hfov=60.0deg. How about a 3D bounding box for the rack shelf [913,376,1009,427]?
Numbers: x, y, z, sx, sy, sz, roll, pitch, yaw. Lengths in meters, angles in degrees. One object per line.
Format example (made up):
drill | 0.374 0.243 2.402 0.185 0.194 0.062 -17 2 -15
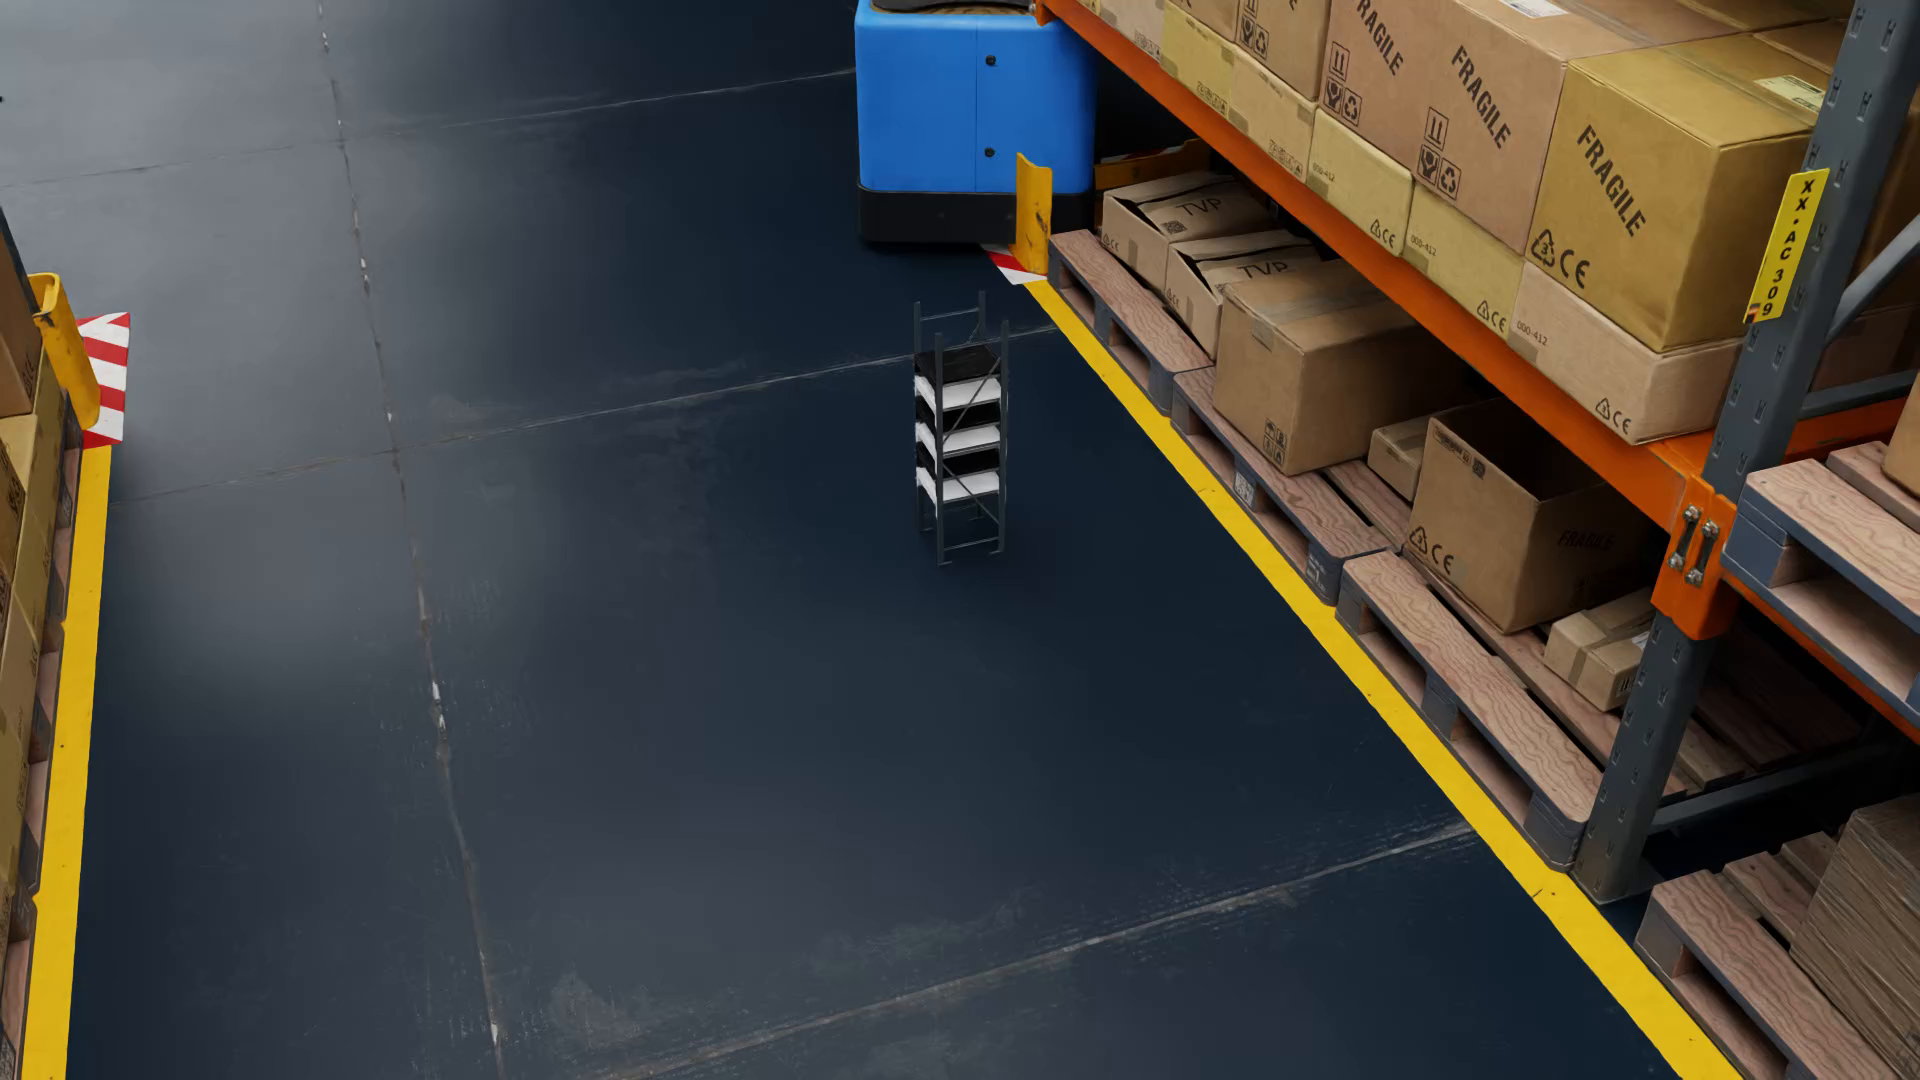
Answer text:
rack shelf | 0.003 -0.472 5.385 0.258 0.077 0.200 -12 39 -16

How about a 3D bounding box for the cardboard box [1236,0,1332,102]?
cardboard box | 1.179 -1.664 4.951 0.500 0.500 0.500 -11 38 -15

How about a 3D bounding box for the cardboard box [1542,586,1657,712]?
cardboard box | 1.940 0.308 4.837 0.380 0.166 0.250 -18 40 -22

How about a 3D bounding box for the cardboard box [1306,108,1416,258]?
cardboard box | 1.353 -1.069 4.784 0.500 0.250 0.500 -13 39 -16

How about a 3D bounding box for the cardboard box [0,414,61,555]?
cardboard box | -3.229 -0.132 5.368 0.500 0.250 0.500 -12 39 -16

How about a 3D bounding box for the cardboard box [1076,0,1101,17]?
cardboard box | 0.645 -2.218 6.310 0.500 0.250 0.500 -14 39 -17

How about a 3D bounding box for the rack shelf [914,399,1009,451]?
rack shelf | 0.003 -0.400 5.439 0.258 0.077 0.200 -12 39 -16

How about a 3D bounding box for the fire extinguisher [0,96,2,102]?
fire extinguisher | -3.479 -1.716 5.600 0.296 0.674 0.183 -12 39 -16

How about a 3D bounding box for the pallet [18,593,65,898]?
pallet | -3.156 0.641 4.723 1.003 0.211 1.213 -12 39 -16

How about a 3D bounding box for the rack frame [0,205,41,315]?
rack frame | -3.874 -1.584 5.360 1.000 3.000 0.127 -12 39 -16

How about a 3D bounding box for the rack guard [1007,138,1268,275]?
rack guard | 0.802 -1.570 7.419 1.175 0.500 0.348 -12 39 -16

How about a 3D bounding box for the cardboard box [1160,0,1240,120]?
cardboard box | 1.007 -1.639 5.541 0.500 0.250 0.500 -13 39 -17

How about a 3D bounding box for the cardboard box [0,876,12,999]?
cardboard box | -2.540 0.998 3.868 0.500 0.250 0.500 -12 39 -16

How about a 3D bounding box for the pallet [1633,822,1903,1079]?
pallet | 2.421 1.201 3.980 1.003 0.211 1.213 -12 39 -16

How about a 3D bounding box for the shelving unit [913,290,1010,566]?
shelving unit | 0.003 -0.355 5.473 0.258 0.900 0.210 -12 39 -16

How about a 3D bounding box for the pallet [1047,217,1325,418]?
pallet | 1.048 -0.989 6.887 1.003 0.211 1.213 -12 39 -16

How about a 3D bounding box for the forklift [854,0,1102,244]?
forklift | 0.118 -3.339 7.747 1.130 2.935 3.031 1 37 1

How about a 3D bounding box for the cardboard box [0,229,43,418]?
cardboard box | -3.410 -0.712 5.515 0.500 0.500 0.500 -12 39 -16

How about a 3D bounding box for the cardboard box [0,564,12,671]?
cardboard box | -2.882 0.133 4.394 0.500 0.500 0.500 -12 39 -16

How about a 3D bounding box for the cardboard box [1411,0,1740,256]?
cardboard box | 1.522 -1.084 4.180 0.500 0.500 0.500 -13 39 -16

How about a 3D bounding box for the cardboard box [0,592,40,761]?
cardboard box | -2.885 0.433 4.618 0.500 0.250 0.500 -12 39 -16

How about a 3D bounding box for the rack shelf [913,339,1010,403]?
rack shelf | 0.003 -0.544 5.331 0.258 0.077 0.200 -12 39 -16

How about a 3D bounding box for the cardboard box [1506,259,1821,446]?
cardboard box | 1.704 -0.505 4.035 0.500 0.250 0.500 -12 39 -16

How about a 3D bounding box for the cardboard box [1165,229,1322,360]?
cardboard box | 1.125 -0.982 6.430 0.500 0.311 0.500 -9 38 -12

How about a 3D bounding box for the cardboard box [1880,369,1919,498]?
cardboard box | 2.295 -0.273 3.171 0.700 0.500 0.500 -12 39 -16

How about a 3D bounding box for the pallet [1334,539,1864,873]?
pallet | 1.888 0.390 5.057 1.003 0.211 1.213 -12 39 -16

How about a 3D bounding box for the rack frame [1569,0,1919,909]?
rack frame | 2.152 -0.352 3.724 1.000 3.000 0.127 -12 39 -16

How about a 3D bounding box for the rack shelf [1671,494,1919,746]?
rack shelf | 2.840 1.065 2.441 1.077 0.370 4.000 -12 39 -16

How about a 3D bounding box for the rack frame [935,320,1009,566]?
rack frame | 0.038 -0.297 5.397 0.240 0.900 0.006 -12 39 -16

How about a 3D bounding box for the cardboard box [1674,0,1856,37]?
cardboard box | 2.012 -1.202 4.337 0.500 0.500 0.500 -13 39 -16

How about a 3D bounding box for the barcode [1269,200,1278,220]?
barcode | 1.311 -1.380 6.951 0.001 0.075 0.075 -12 39 -16

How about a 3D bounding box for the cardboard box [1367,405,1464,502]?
cardboard box | 1.620 -0.297 5.655 0.380 0.149 0.250 -16 40 -20
